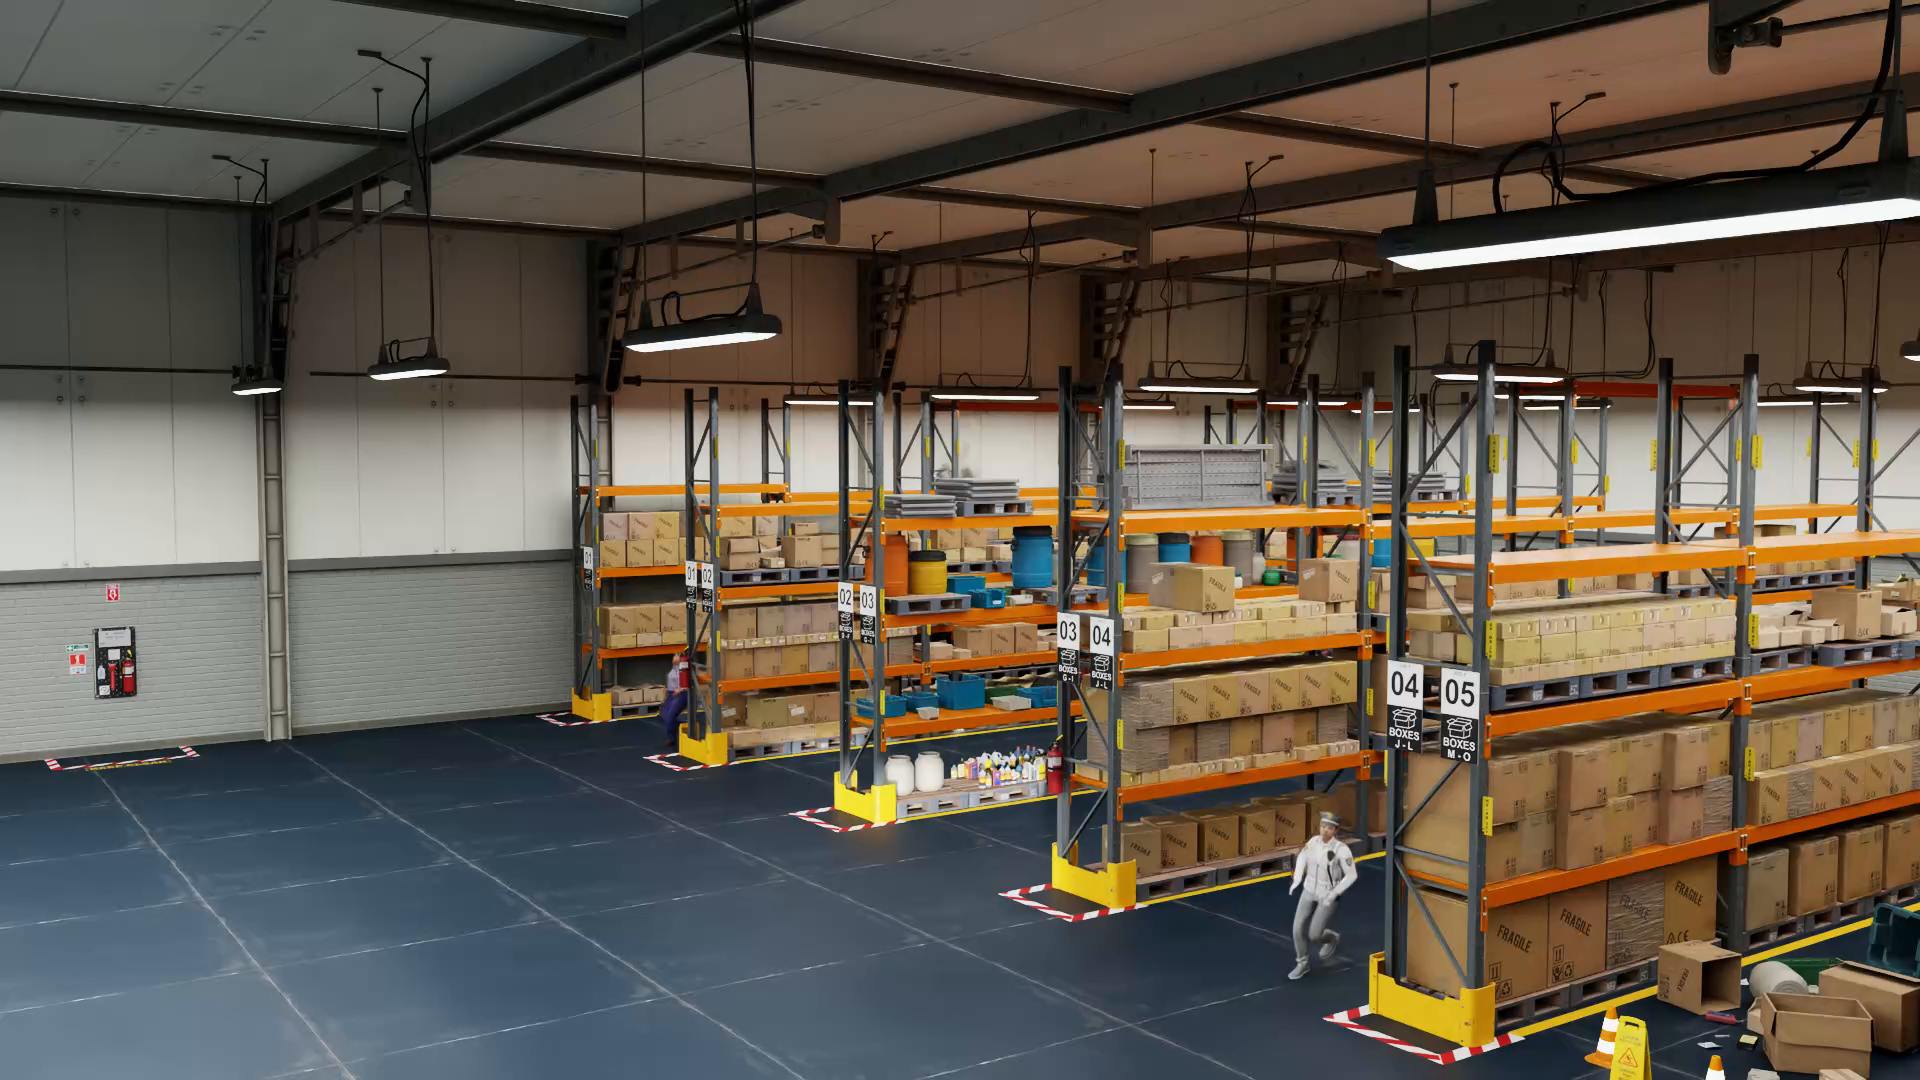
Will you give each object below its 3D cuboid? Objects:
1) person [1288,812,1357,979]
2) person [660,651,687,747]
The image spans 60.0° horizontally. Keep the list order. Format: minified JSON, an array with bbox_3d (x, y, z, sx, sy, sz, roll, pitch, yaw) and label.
[{"bbox_3d":[3.504,3.403,15.988,0.653,1.654,0.576,3,5,44],"label":"person"},{"bbox_3d":[-4.814,2.687,28.147,0.577,1.592,0.607,-3,4,-39],"label":"person"}]
